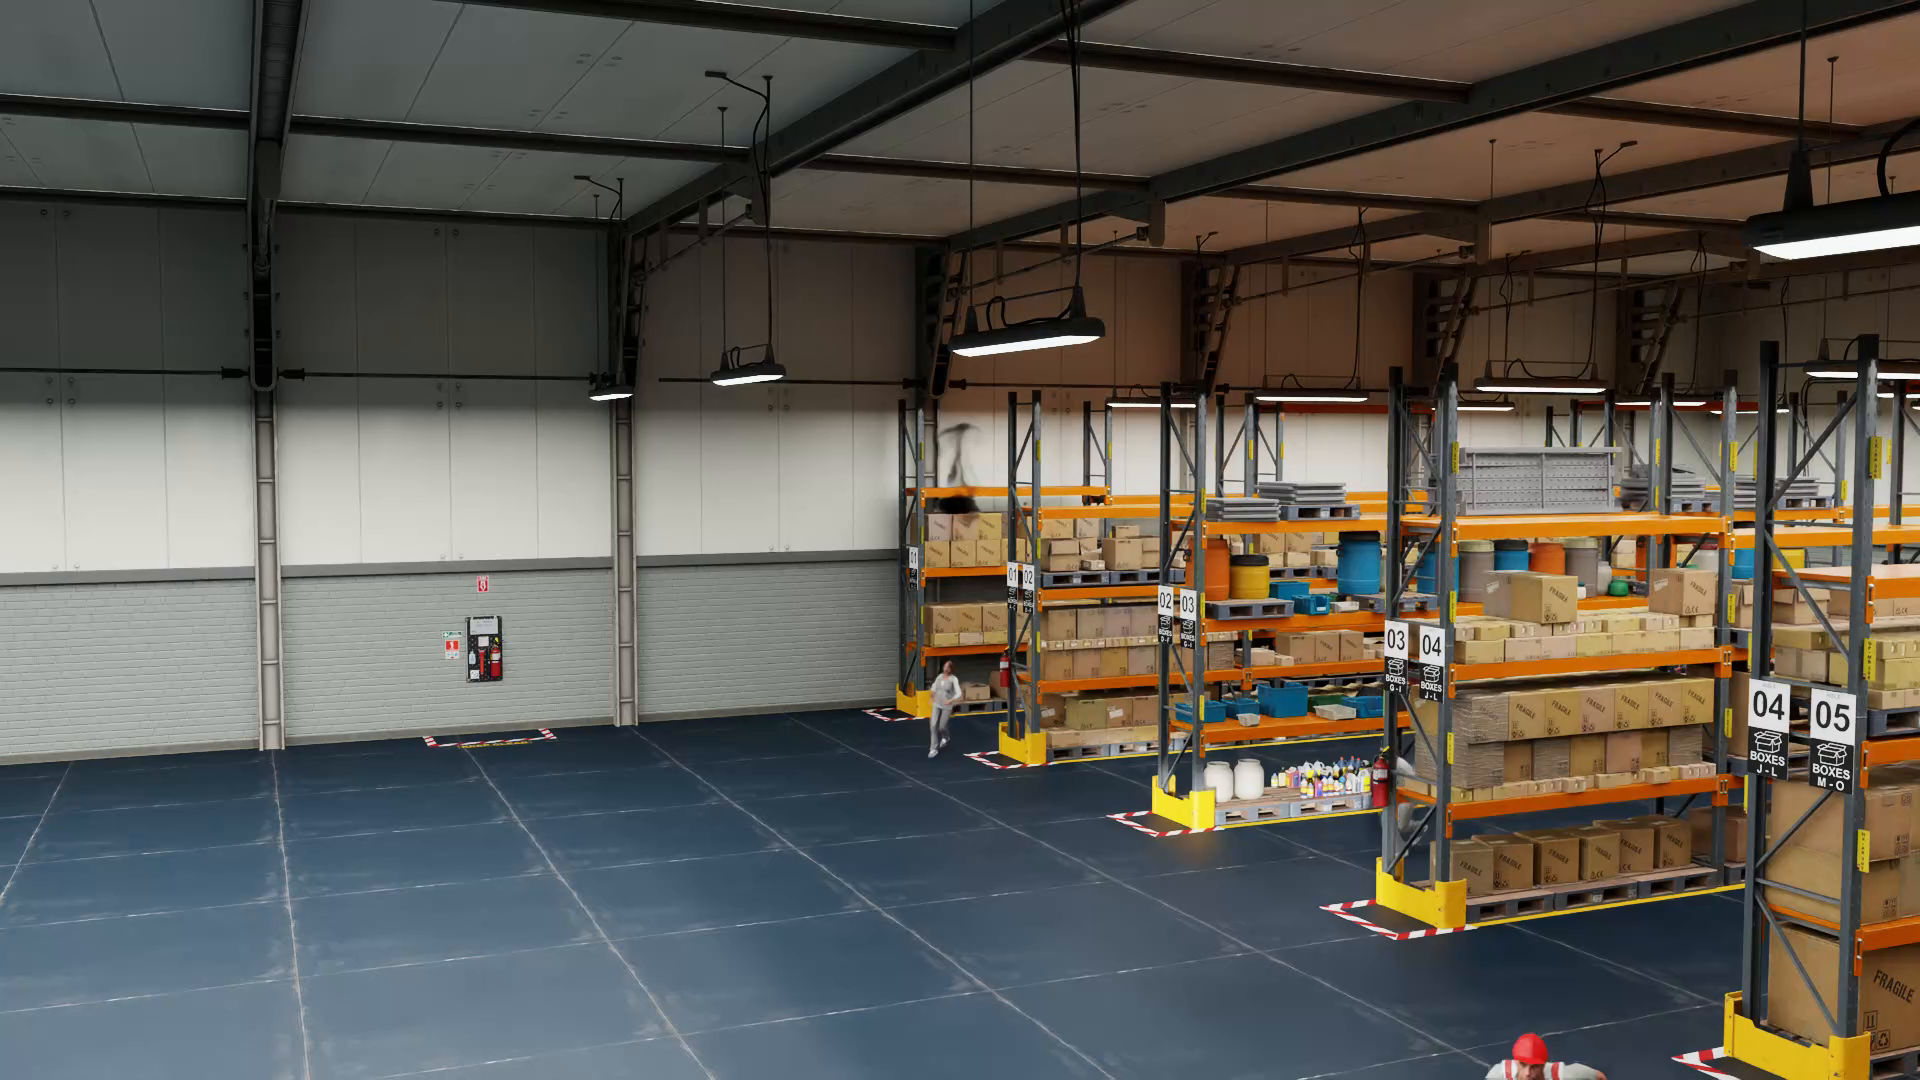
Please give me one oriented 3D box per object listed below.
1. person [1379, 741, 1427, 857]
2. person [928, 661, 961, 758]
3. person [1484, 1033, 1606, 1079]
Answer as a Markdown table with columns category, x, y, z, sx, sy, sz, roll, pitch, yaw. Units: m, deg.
| category | x | y | z | sx | sy | sz | roll | pitch | yaw |
| --- | --- | --- | --- | --- | --- | --- | --- | --- | --- |
| person | 5.535 | 3.213 | 20.675 | 0.927 | 1.527 | 0.573 | -3 | 4 | -37 |
| person | -0.263 | 2.783 | 27.497 | 0.583 | 1.577 | 0.694 | 1 | 4 | 24 |
| person | 3.556 | 3.755 | 10.137 | 0.707 | 1.724 | 1.031 | 2 | 4 | 30 |
